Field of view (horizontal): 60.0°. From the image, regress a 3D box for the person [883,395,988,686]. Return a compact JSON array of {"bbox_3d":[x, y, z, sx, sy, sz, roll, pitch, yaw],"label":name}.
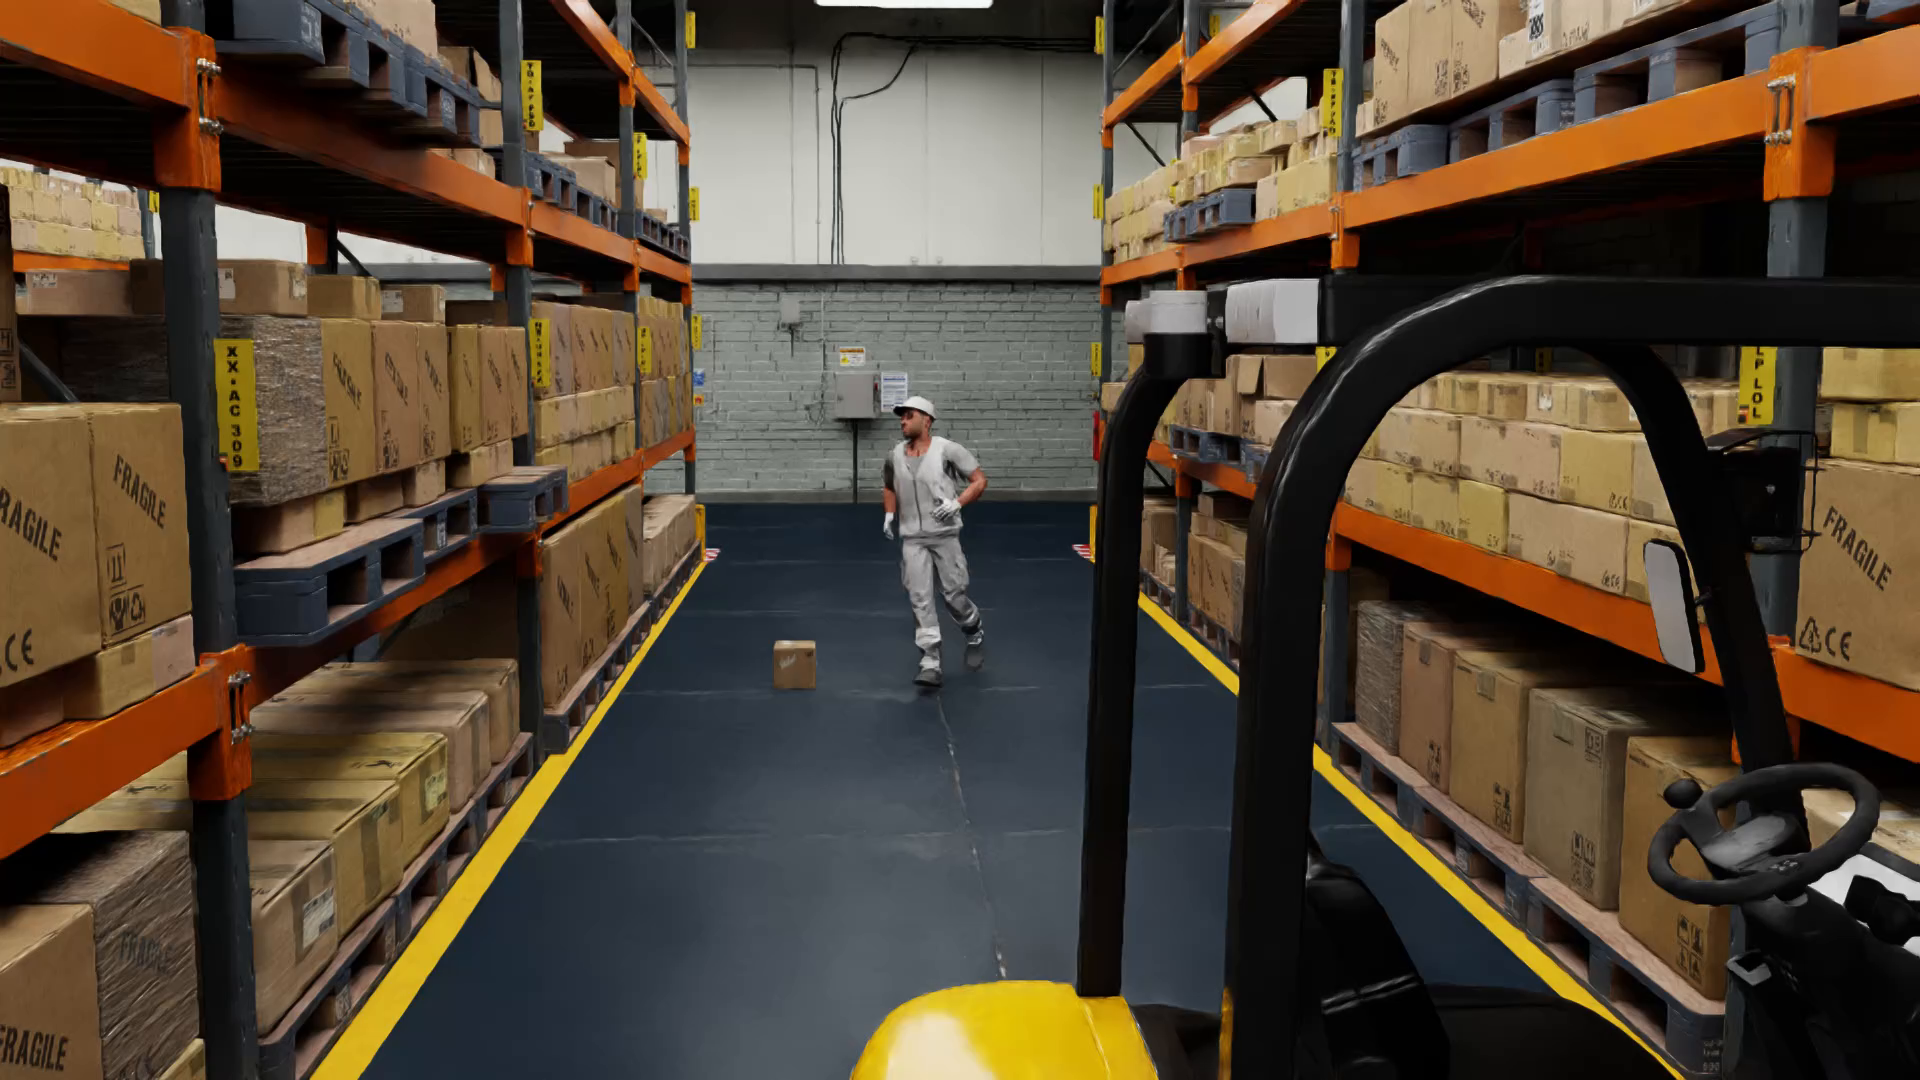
[{"bbox_3d":[-0.210,-0.003,10.216,0.718,1.756,0.889,2,7,18],"label":"person"}]
